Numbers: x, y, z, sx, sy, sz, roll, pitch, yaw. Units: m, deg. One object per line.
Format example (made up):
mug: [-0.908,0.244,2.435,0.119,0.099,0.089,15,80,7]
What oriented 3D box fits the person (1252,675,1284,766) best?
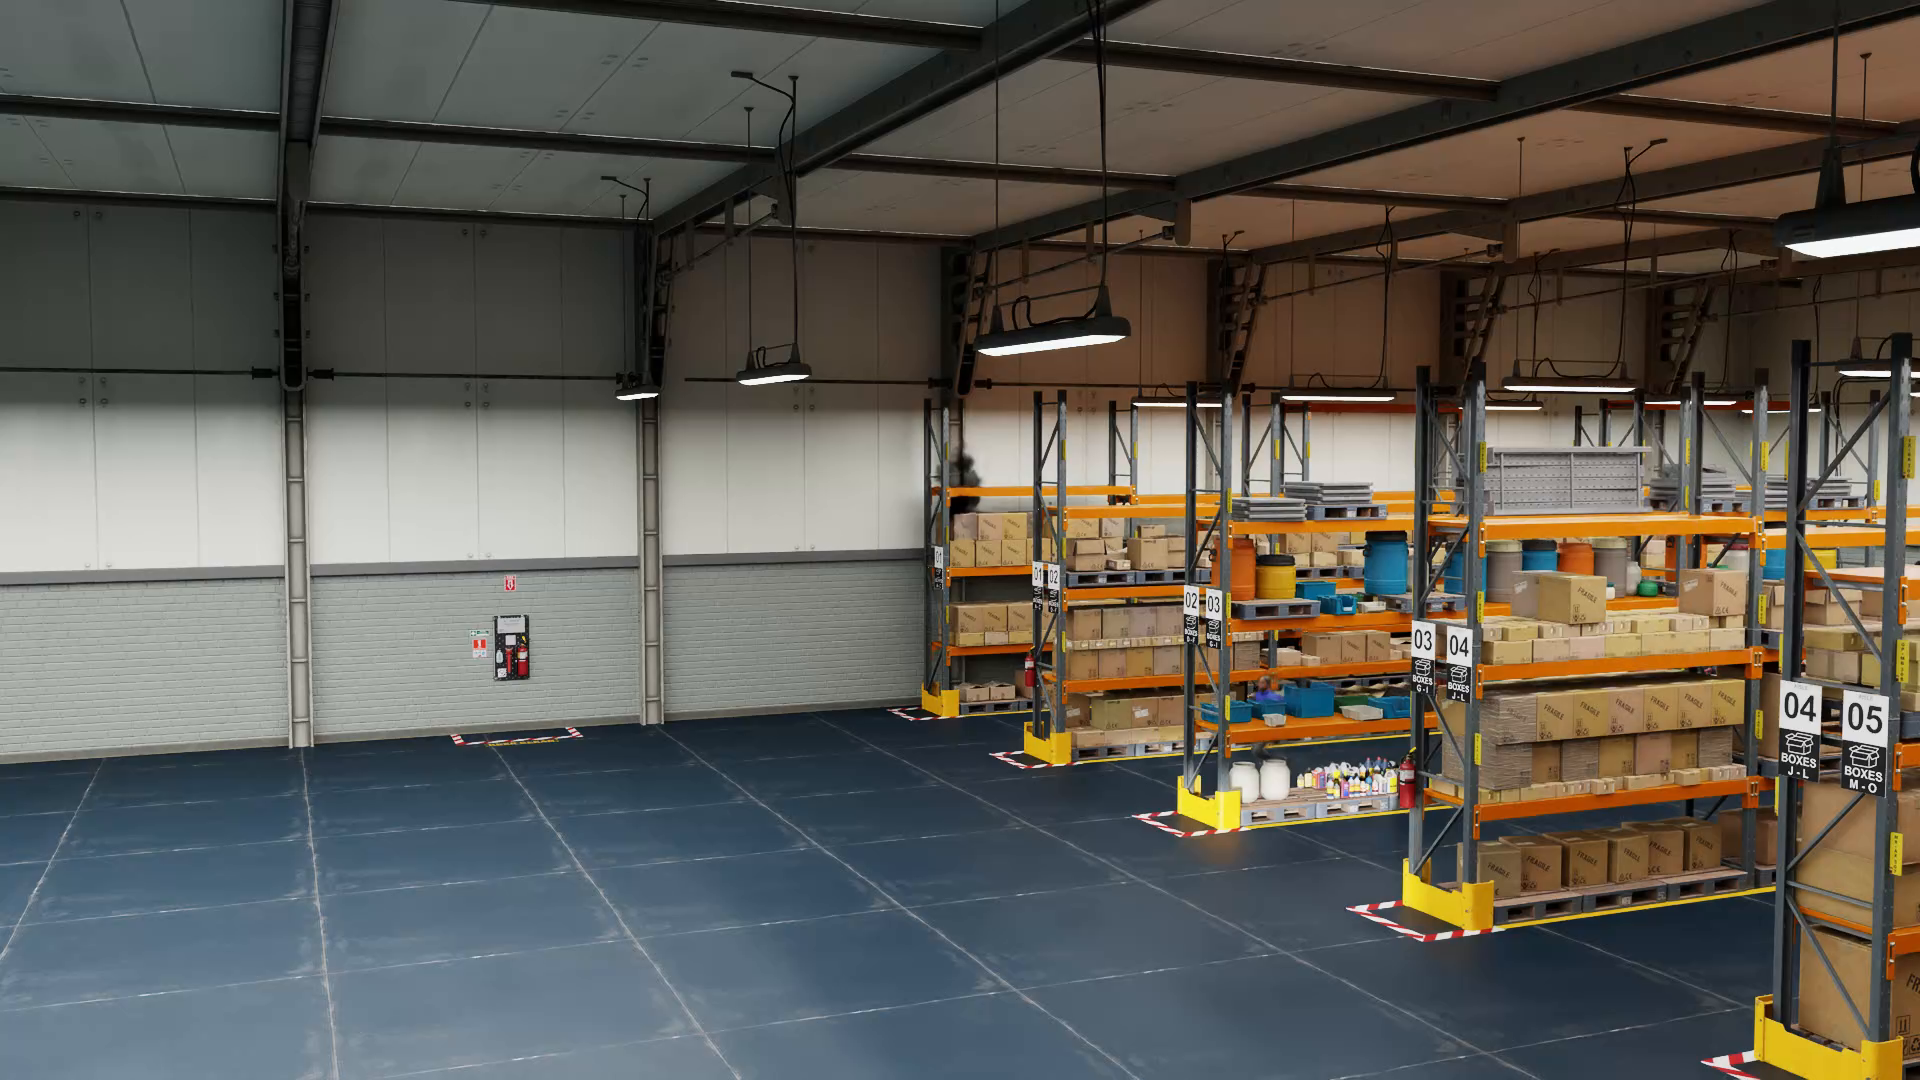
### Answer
person: [4.582,2.864,25.184,0.603,1.619,0.556,-2,4,-34]
